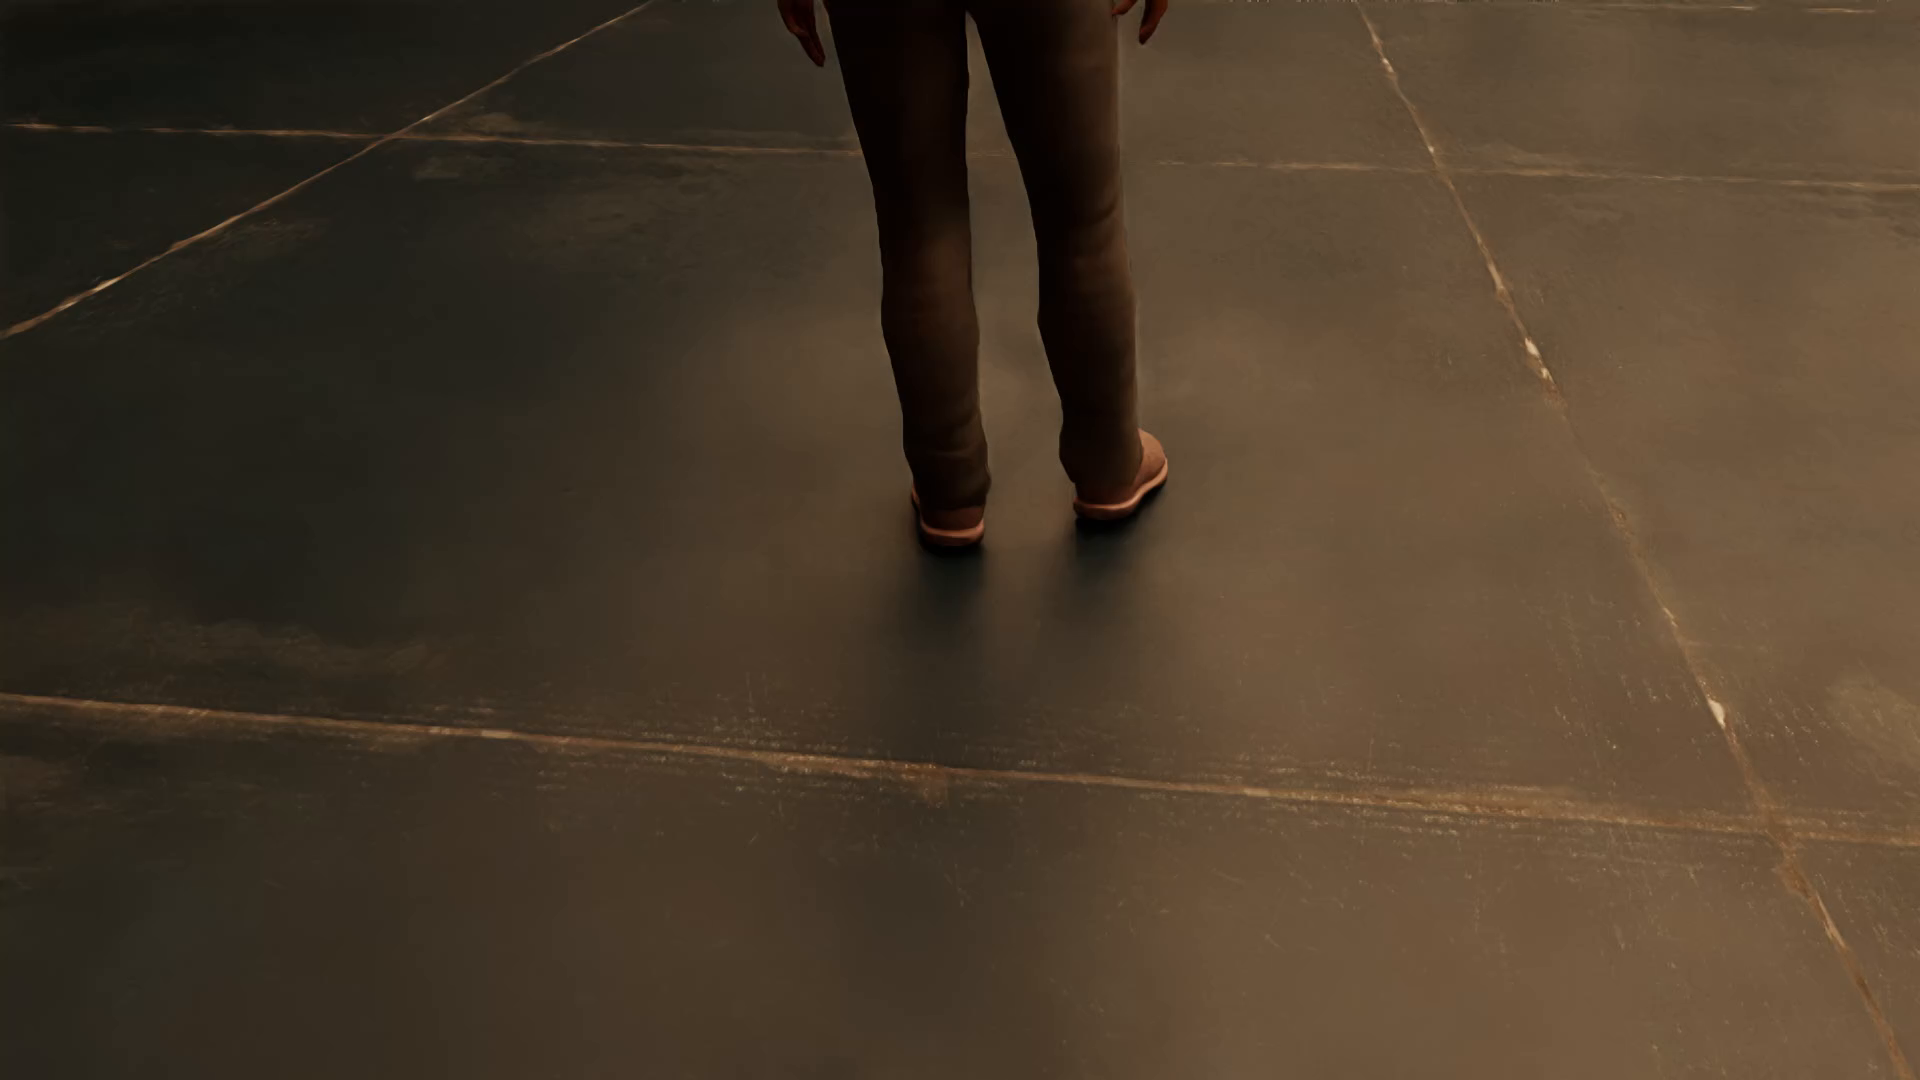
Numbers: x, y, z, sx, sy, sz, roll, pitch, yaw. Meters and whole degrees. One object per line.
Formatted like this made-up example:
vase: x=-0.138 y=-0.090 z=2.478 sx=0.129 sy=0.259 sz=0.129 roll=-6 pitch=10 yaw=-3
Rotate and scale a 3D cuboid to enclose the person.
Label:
person: x=0.031 y=-0.784 z=2.203 sx=0.570 sy=1.654 sz=0.503 roll=3 pitch=27 yaw=7
